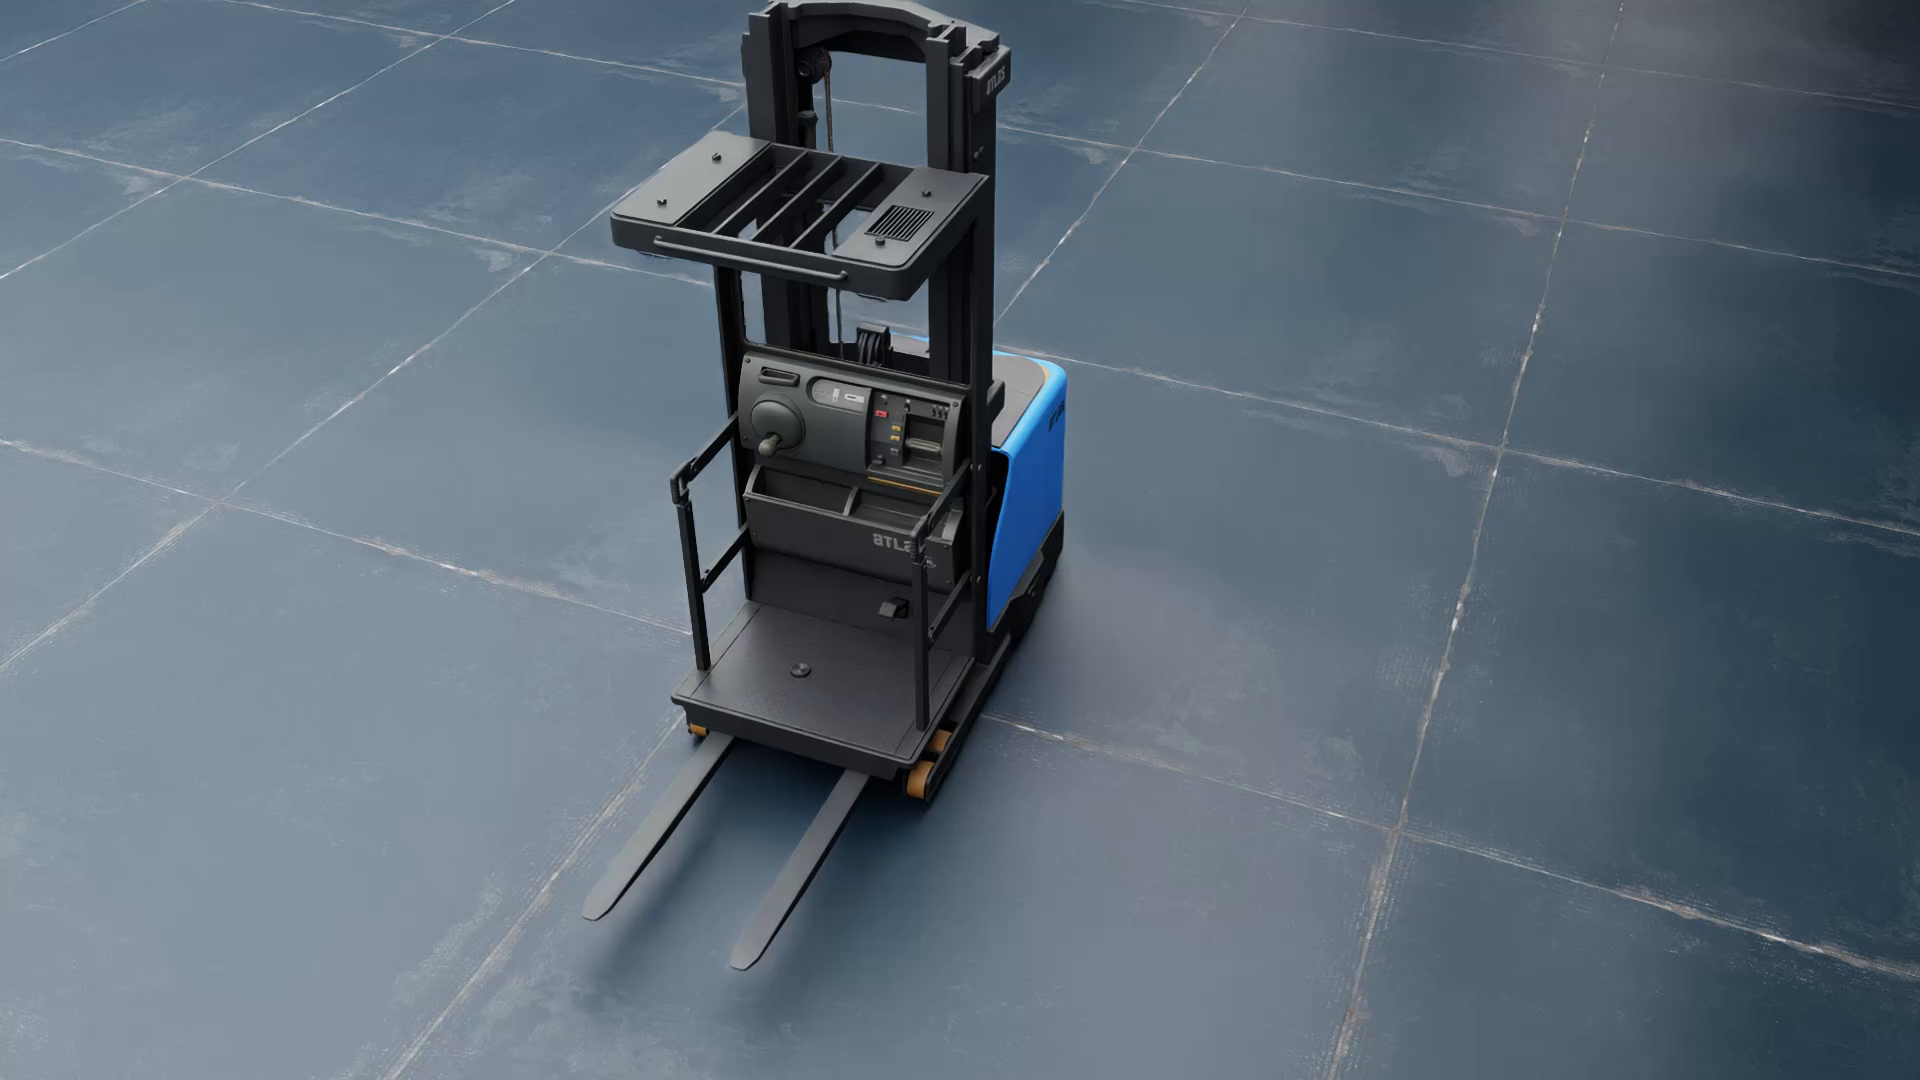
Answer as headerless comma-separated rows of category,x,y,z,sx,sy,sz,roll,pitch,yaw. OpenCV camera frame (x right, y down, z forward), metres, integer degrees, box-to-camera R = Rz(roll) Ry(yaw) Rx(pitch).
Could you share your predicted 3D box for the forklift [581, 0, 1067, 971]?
forklift,-0.513,-0.396,6.331,1.130,2.935,3.031,13,39,17
